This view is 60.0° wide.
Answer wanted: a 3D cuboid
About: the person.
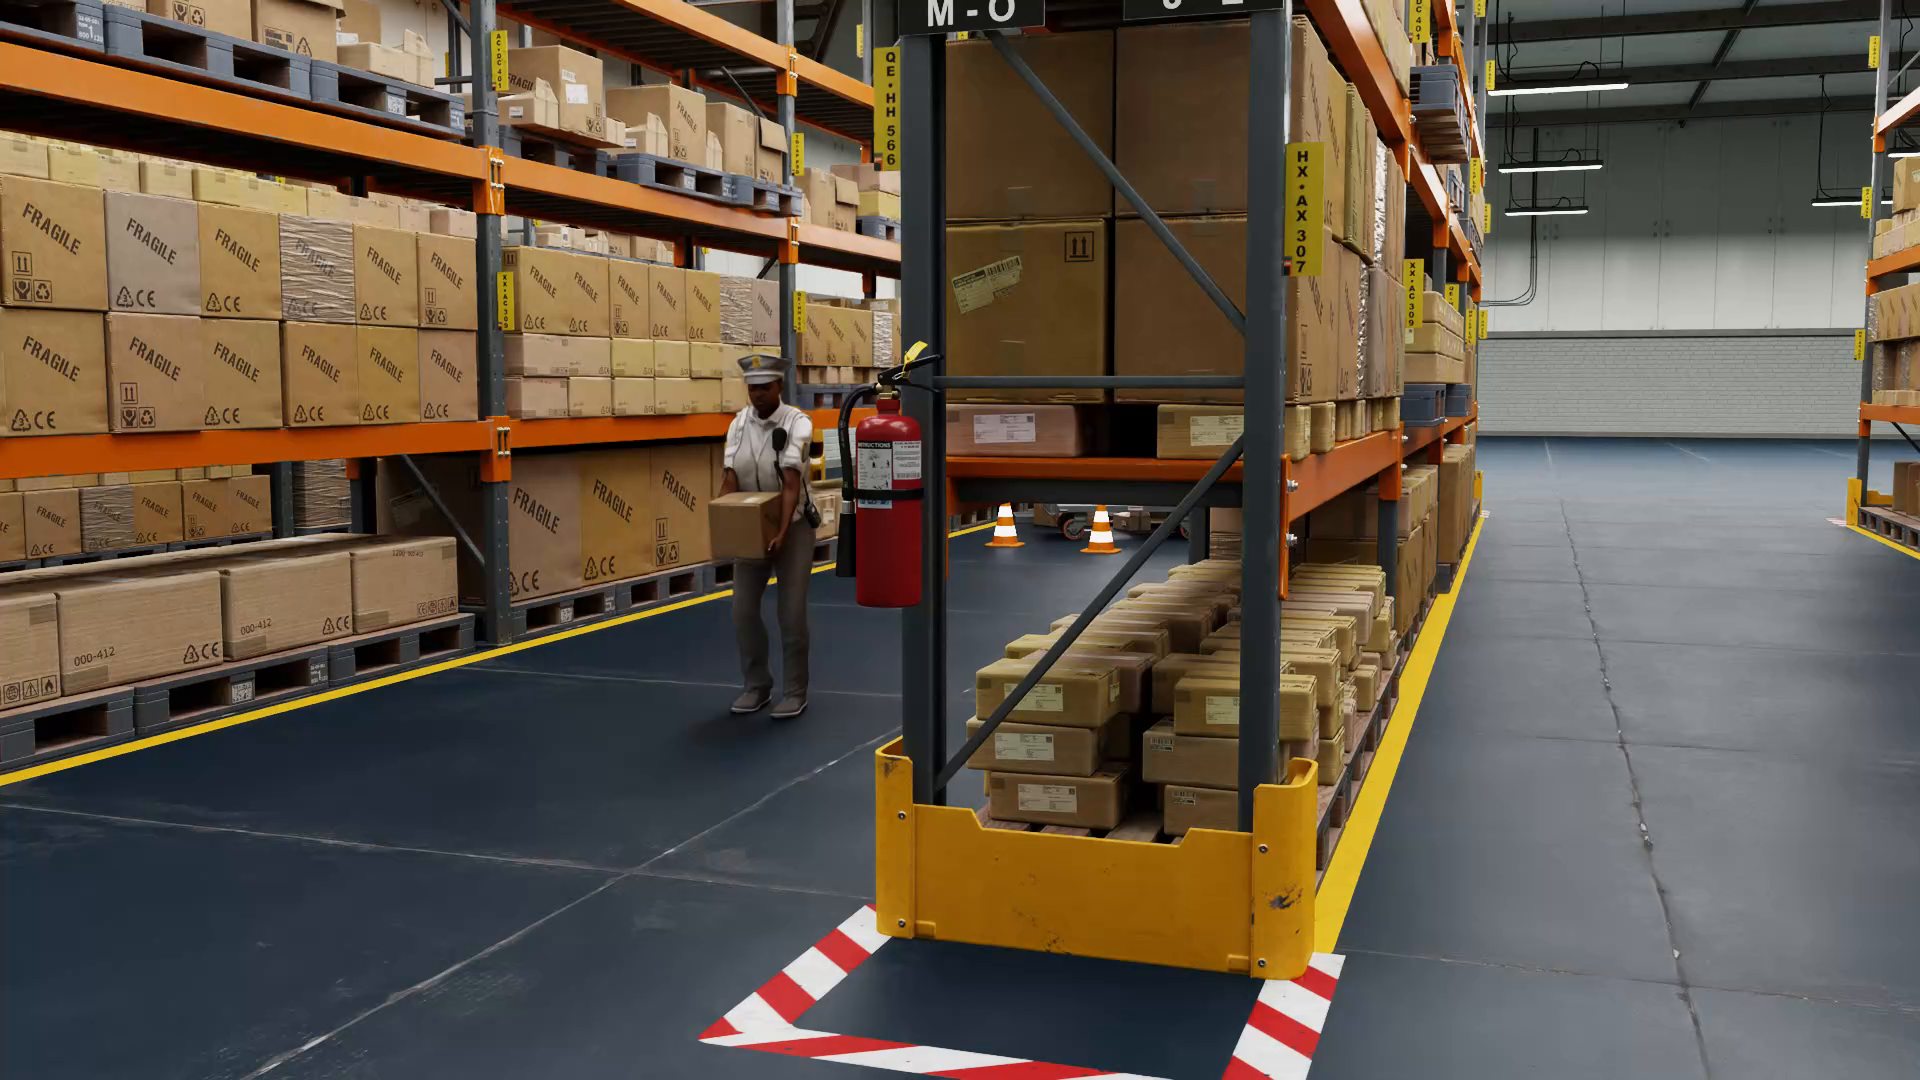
[{"bbox_3d":[-0.873,-0.017,7.580,0.416,1.646,0.555,2,6,18],"label":"person"}]
